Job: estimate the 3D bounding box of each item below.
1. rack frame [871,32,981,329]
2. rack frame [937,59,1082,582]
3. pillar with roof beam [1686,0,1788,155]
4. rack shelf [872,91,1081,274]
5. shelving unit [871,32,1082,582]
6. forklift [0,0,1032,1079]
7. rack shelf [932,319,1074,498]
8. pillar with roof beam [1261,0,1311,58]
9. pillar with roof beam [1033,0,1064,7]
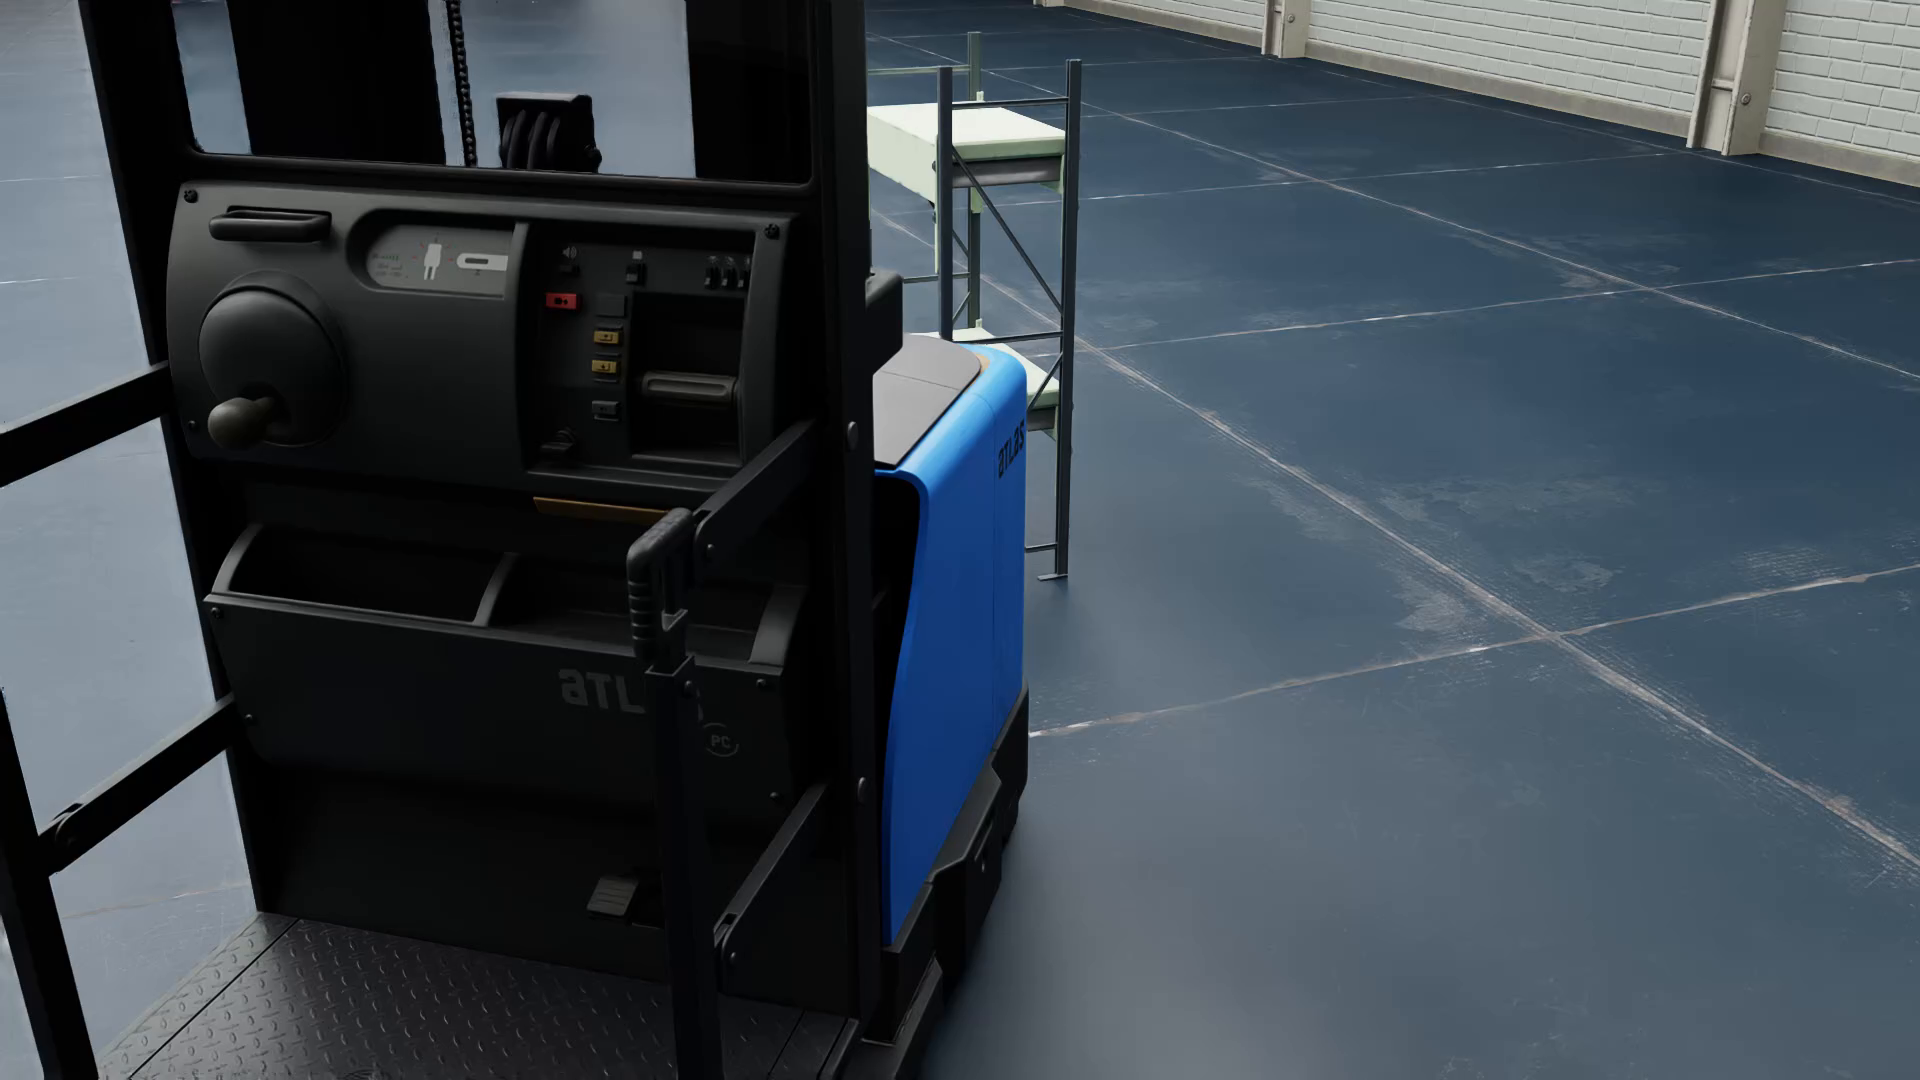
[{"bbox_3d":[-0.127,-0.822,5.268,0.400,1.500,0.023,-8,24,-19],"label":"rack frame"},{"bbox_3d":[0.132,-0.556,4.637,0.400,1.500,0.023,-8,24,-19],"label":"rack frame"},{"bbox_3d":[1.410,-6.339,8.703,9.100,9.000,0.400,-8,24,-19],"label":"pillar with roof beam"},{"bbox_3d":[0.002,-1.048,4.801,0.431,0.370,0.720,-8,24,-19],"label":"rack shelf"},{"bbox_3d":[0.002,-0.689,4.953,0.431,1.500,0.755,-8,24,-19],"label":"shelving unit"},{"bbox_3d":[-0.722,-0.268,2.111,1.130,2.935,3.031,6,24,14],"label":"forklift"},{"bbox_3d":[0.002,-0.388,5.080,0.431,0.370,0.720,-8,24,-19],"label":"rack shelf"},{"bbox_3d":[-0.710,-8.519,13.875,9.100,9.000,0.400,-8,24,-19],"label":"pillar with roof beam"},{"bbox_3d":[-2.830,-10.699,19.048,9.100,9.000,0.400,-8,24,-19],"label":"pillar with roof beam"}]
